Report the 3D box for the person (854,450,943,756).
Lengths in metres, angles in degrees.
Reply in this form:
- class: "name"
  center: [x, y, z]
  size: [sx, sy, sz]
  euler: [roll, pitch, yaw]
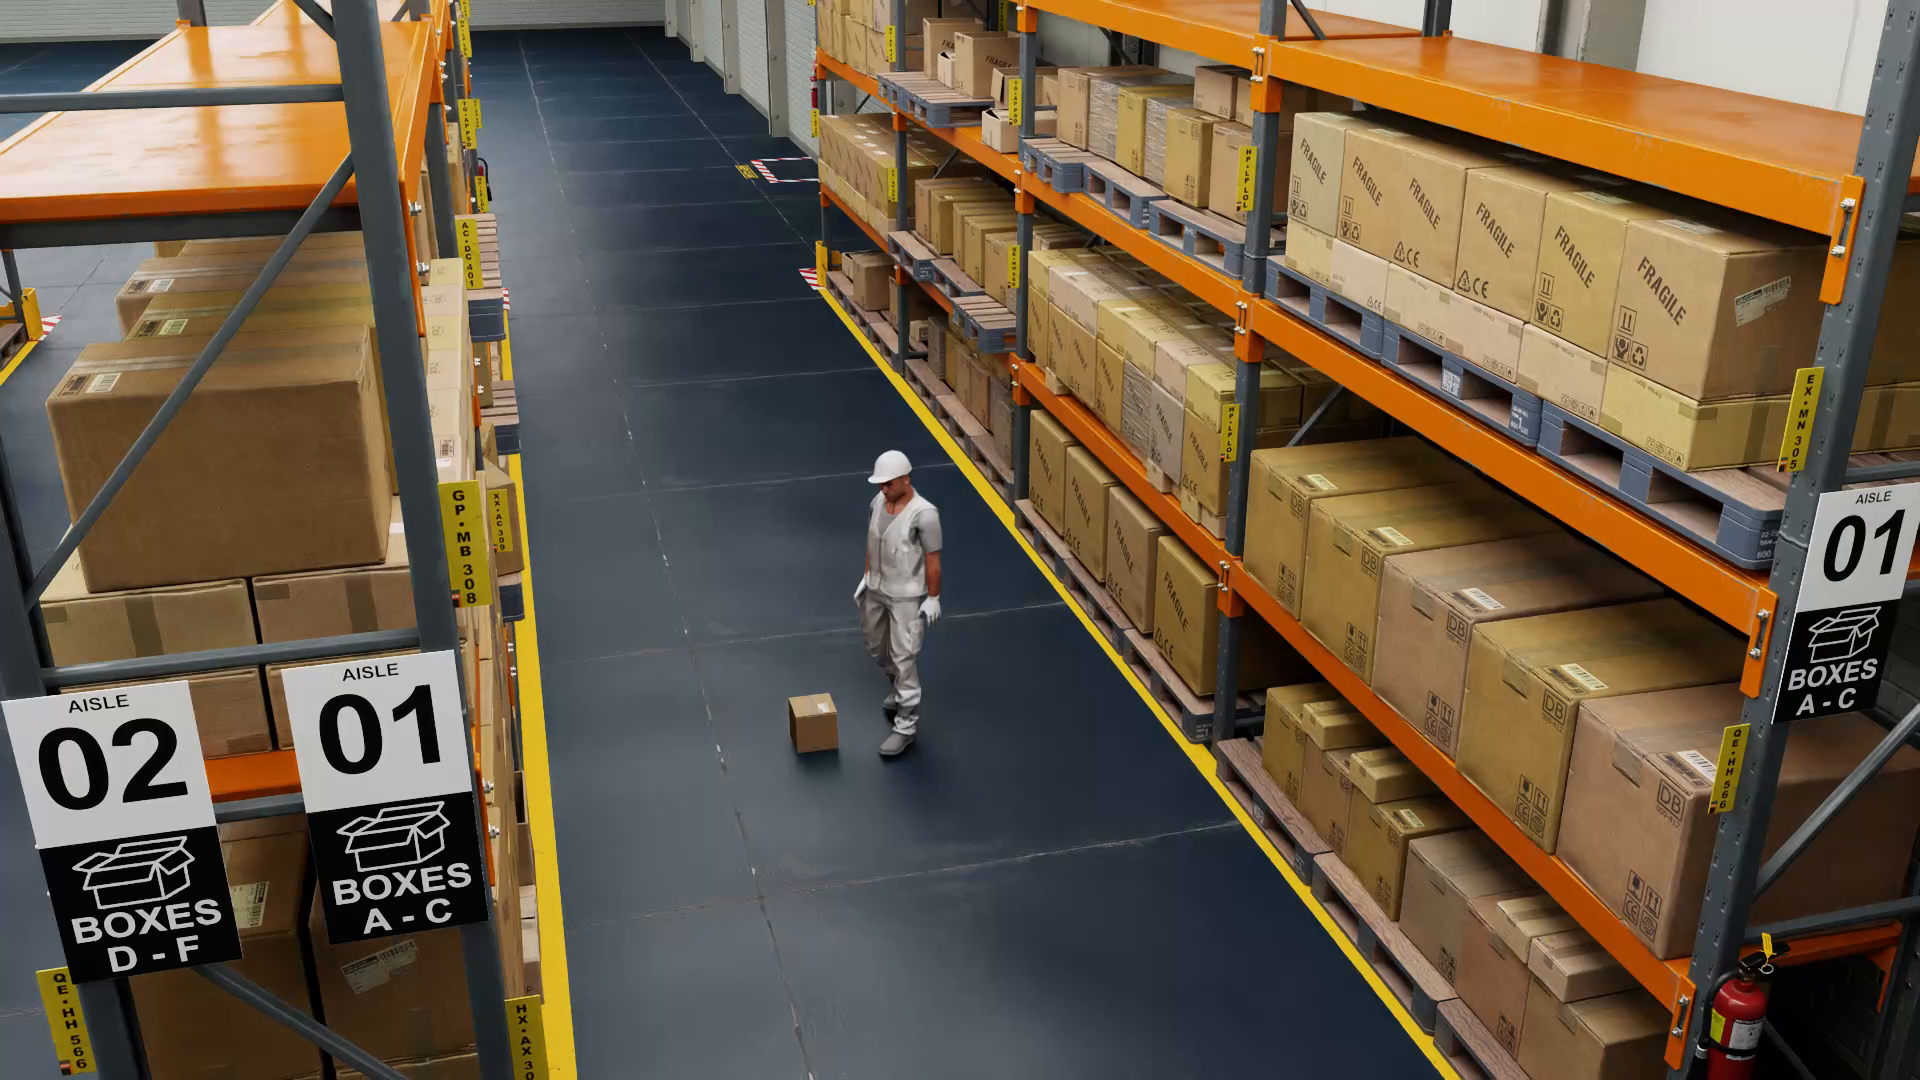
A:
- class: "person"
  center: [-0.403, 0.324, 9.848]
  size: [0.570, 1.775, 0.647]
  euler: [21, 30, 40]
